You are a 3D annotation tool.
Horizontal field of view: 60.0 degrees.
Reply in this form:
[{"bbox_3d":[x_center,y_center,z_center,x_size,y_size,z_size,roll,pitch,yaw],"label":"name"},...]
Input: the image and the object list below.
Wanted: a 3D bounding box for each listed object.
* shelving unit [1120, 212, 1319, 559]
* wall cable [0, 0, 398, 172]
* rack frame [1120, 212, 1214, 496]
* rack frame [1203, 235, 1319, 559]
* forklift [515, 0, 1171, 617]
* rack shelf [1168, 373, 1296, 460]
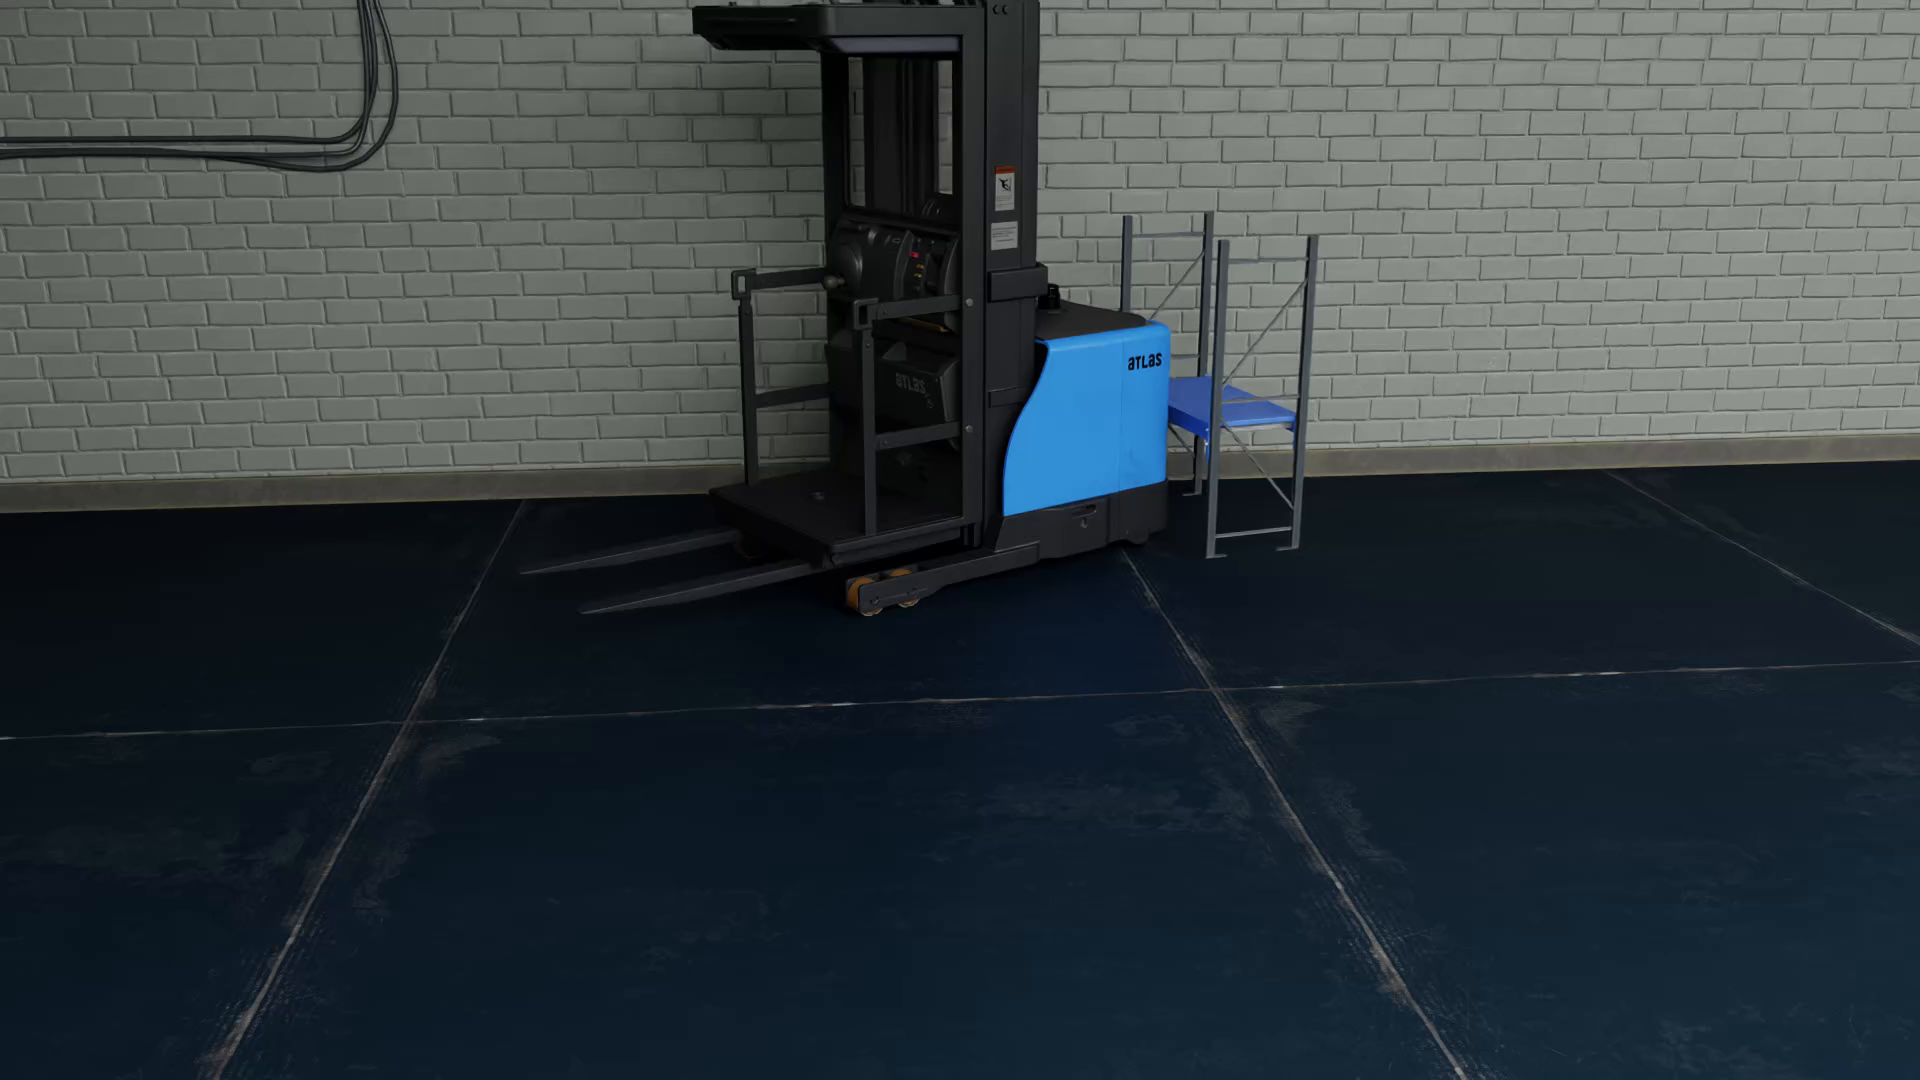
[{"bbox_3d":[1.230,-0.798,8.213,0.538,1.500,1.048,-6,18,-18],"label":"shelving unit"},{"bbox_3d":[-4.304,-2.963,7.776,3.097,2.526,0.112,-2,18,-6],"label":"wall cable"},{"bbox_3d":[1.061,-0.941,8.671,0.500,1.500,0.032,-6,18,-18],"label":"rack frame"},{"bbox_3d":[1.399,-0.654,7.756,0.500,1.500,0.032,-6,18,-18],"label":"rack frame"},{"bbox_3d":[-0.471,-1.248,7.259,3.031,2.935,1.130,-13,21,-35],"label":"forklift"},{"bbox_3d":[1.230,-0.626,8.267,0.538,0.185,1.000,-6,18,-18],"label":"rack shelf"}]
